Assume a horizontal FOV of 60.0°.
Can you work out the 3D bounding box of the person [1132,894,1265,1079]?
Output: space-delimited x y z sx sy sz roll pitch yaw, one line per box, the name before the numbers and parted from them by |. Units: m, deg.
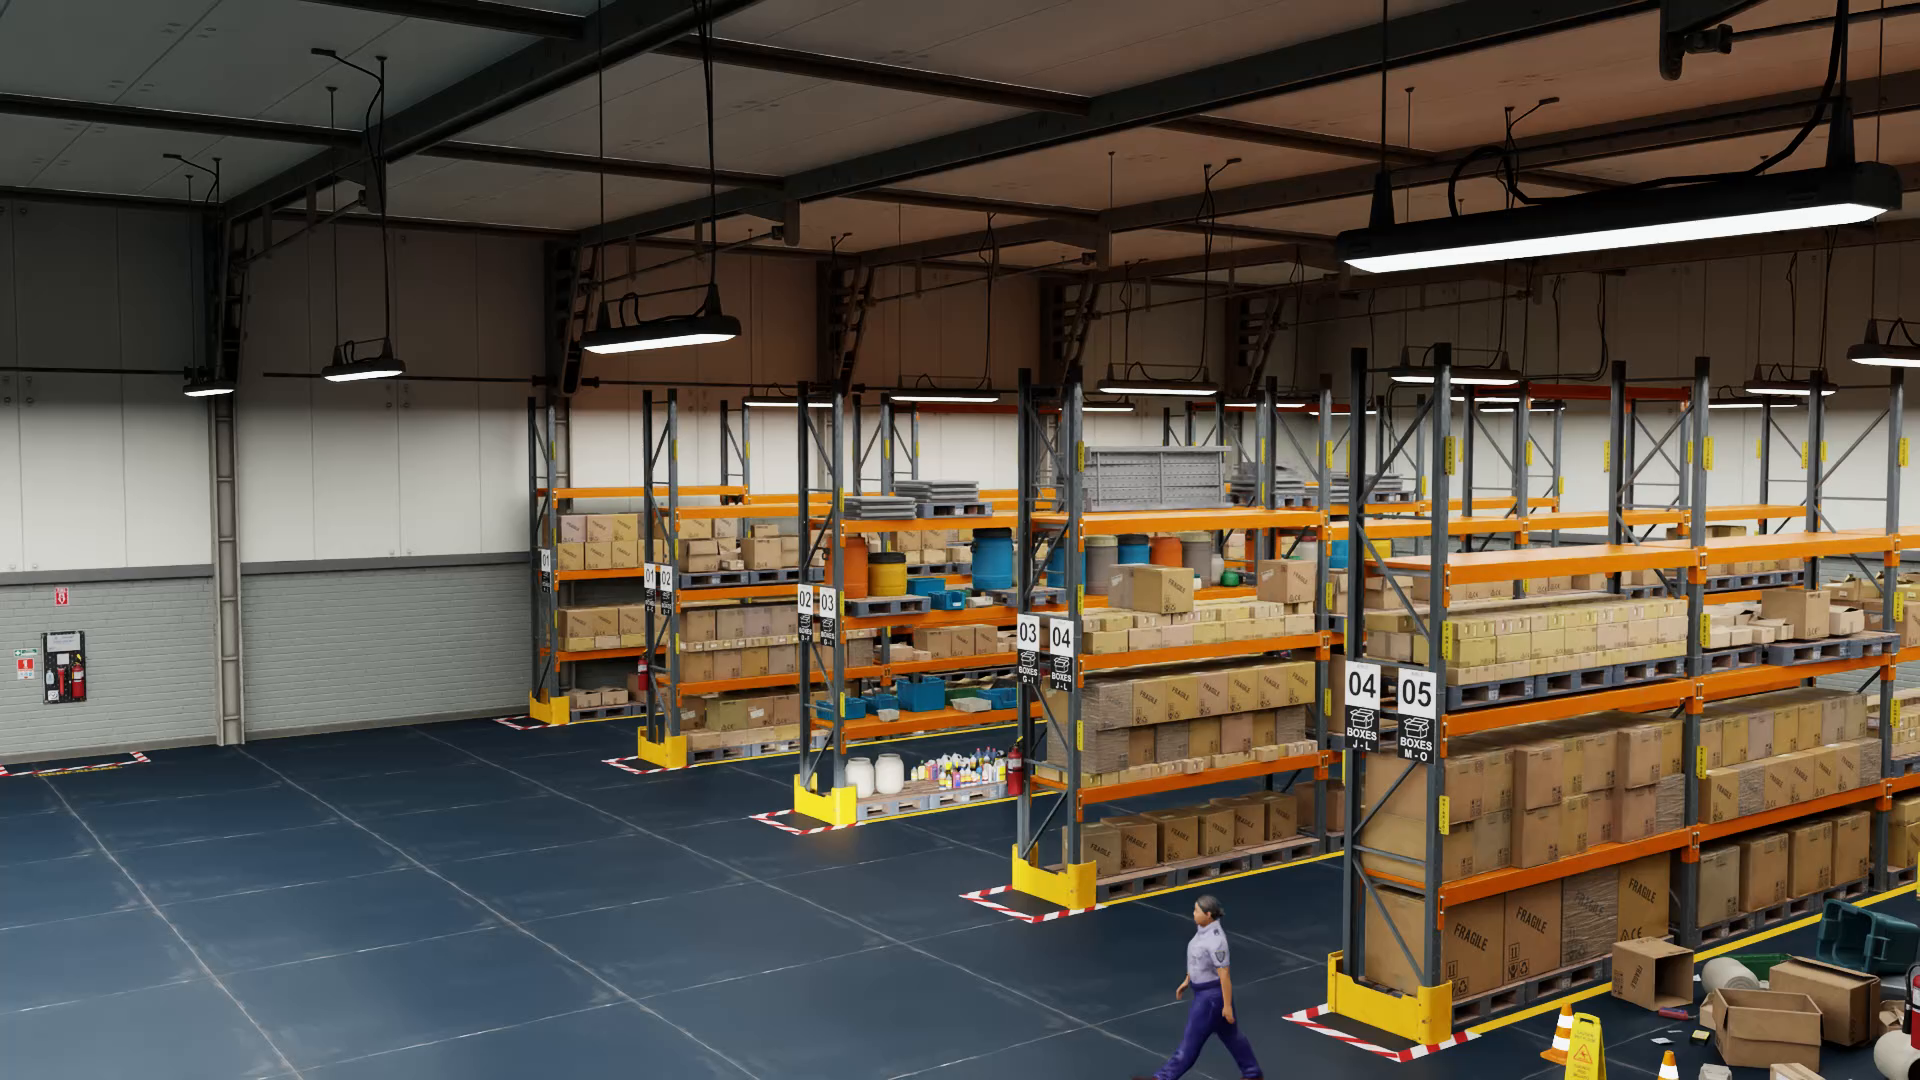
person | 1.891 3.576 13.134 1.065 1.583 0.504 0 3 5
